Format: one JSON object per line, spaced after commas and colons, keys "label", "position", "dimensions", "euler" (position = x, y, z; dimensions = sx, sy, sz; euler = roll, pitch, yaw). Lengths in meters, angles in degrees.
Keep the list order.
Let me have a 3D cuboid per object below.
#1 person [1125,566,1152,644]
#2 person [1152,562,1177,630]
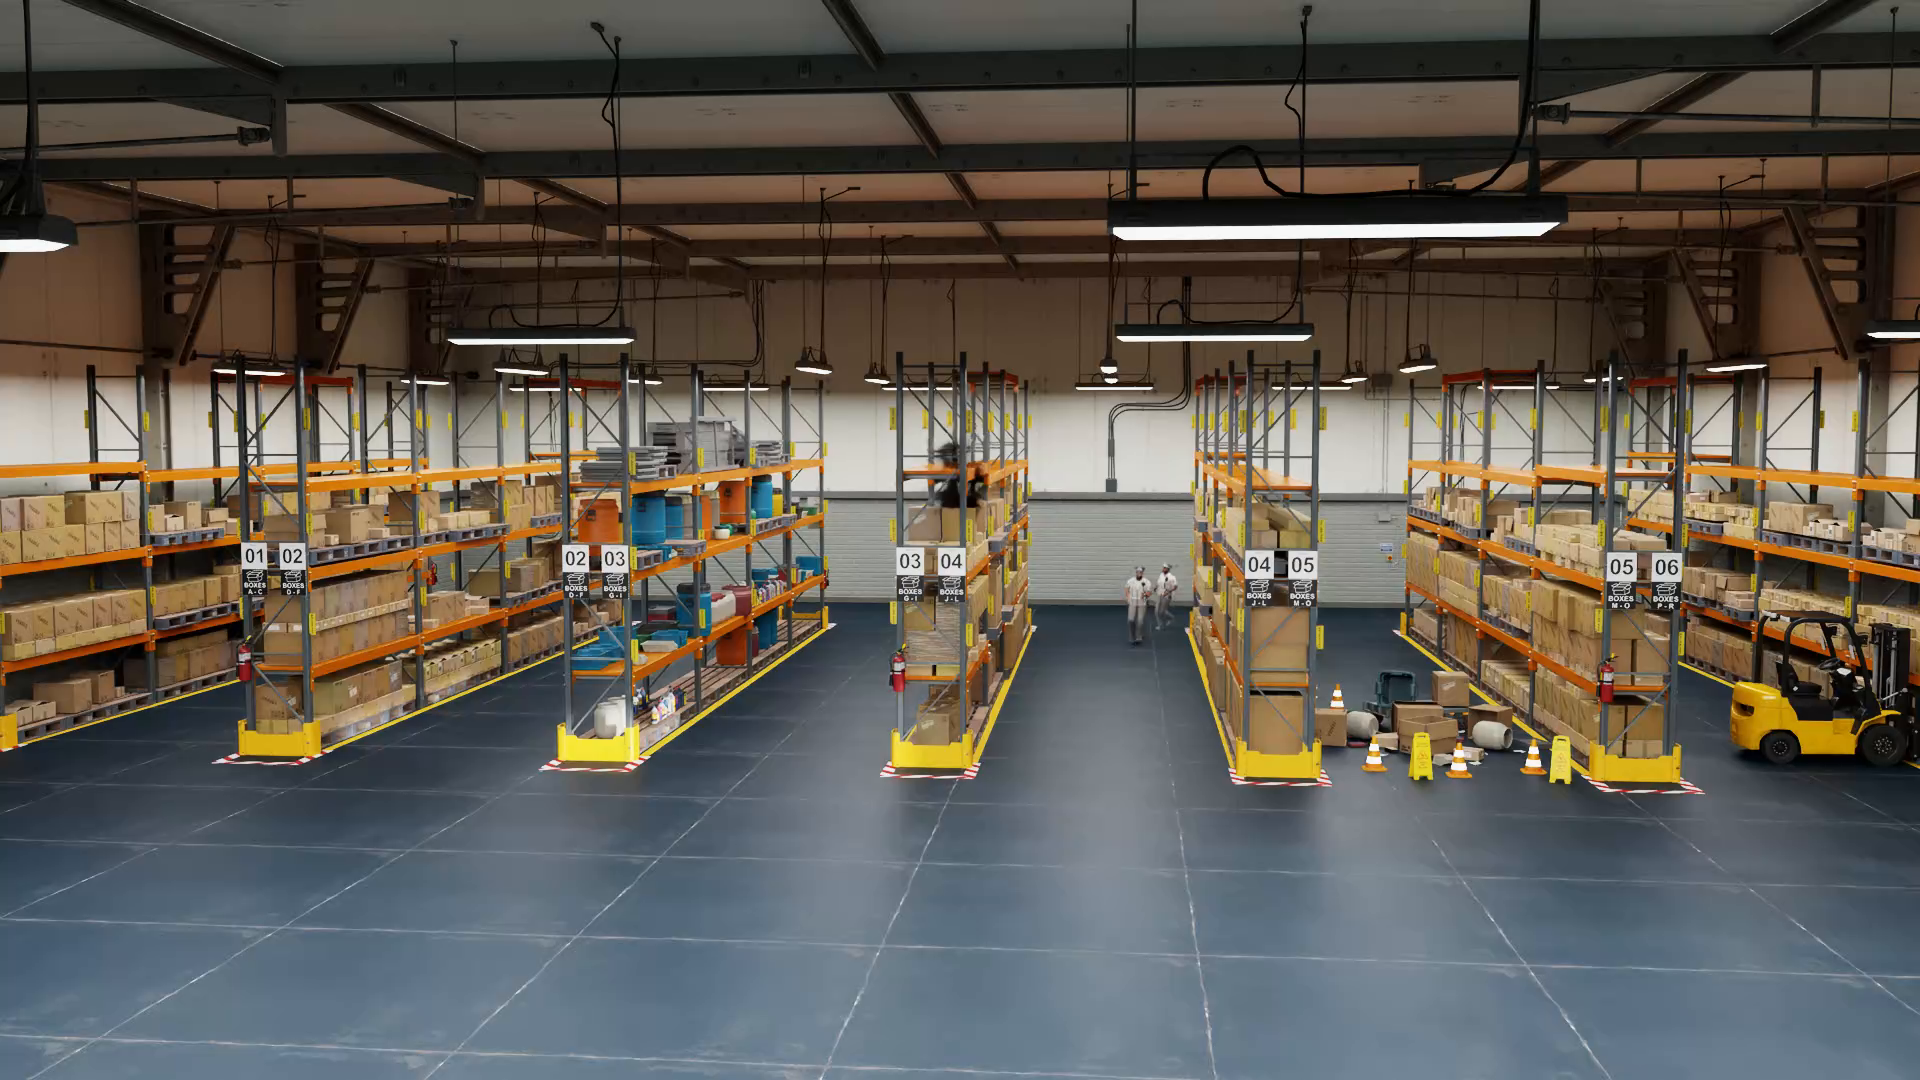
{"label": "person", "position": [4.012, 1.469, 37.515], "dimensions": [0.635, 1.797, 0.711], "euler": [1, 4, 11]}
{"label": "person", "position": [4.960, 1.348, 40.082], "dimensions": [0.592, 1.654, 0.606], "euler": [-3, 5, -35]}
